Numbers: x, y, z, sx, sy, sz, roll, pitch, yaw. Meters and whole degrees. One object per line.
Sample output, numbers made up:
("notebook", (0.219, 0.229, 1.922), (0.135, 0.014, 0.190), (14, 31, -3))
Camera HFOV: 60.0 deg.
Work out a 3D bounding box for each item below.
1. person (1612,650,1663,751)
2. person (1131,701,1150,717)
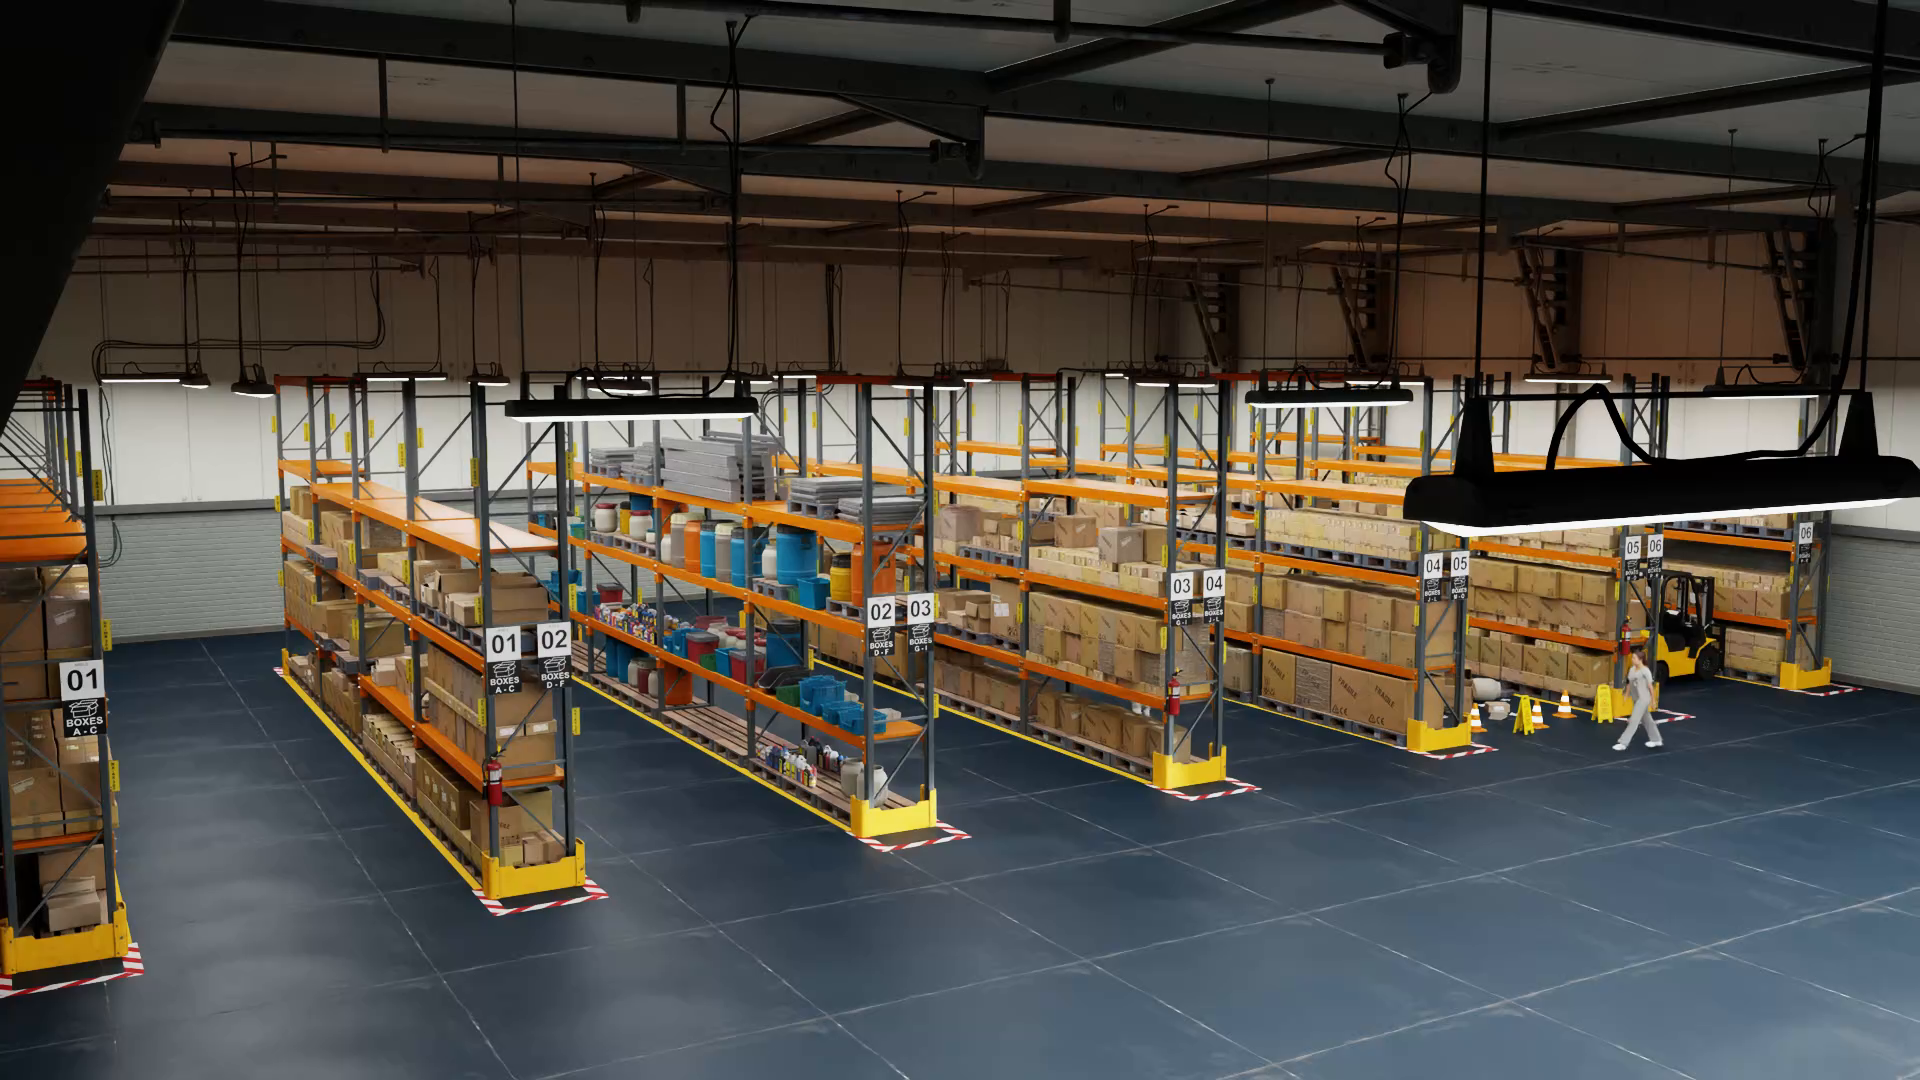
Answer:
("person", (10.935, 2.573, 26.849), (1.025, 1.597, 0.489), (-2, 6, -15))
("person", (3.041, 2.332, 28.412), (0.584, 1.780, 0.481), (-2, 6, -14))
